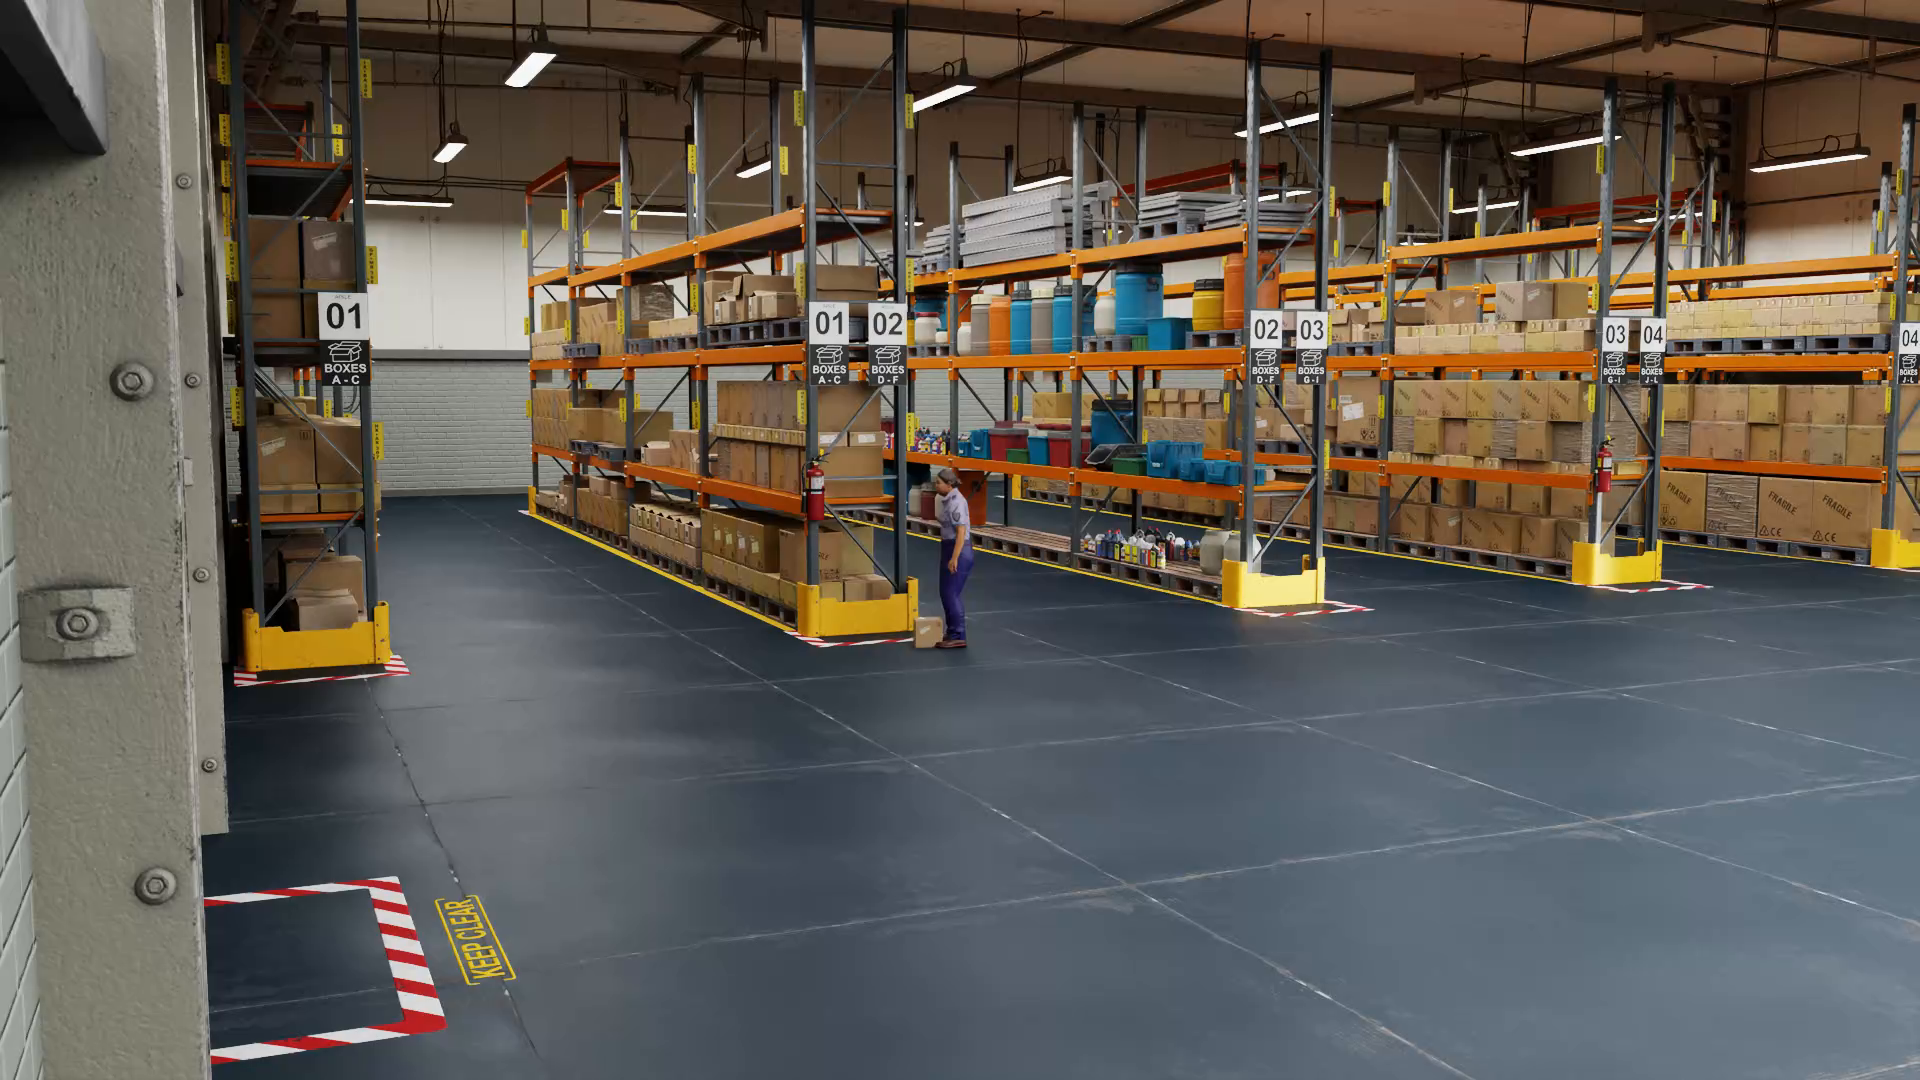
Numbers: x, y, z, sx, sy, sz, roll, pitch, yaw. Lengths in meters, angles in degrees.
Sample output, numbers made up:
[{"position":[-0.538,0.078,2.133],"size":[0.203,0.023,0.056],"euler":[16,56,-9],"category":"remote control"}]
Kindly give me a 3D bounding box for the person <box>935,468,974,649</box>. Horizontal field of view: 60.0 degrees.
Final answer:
[{"position":[-0.063,0.165,15.409],"size":[0.373,1.636,0.558],"euler":[-1,6,-7],"category":"person"}]
